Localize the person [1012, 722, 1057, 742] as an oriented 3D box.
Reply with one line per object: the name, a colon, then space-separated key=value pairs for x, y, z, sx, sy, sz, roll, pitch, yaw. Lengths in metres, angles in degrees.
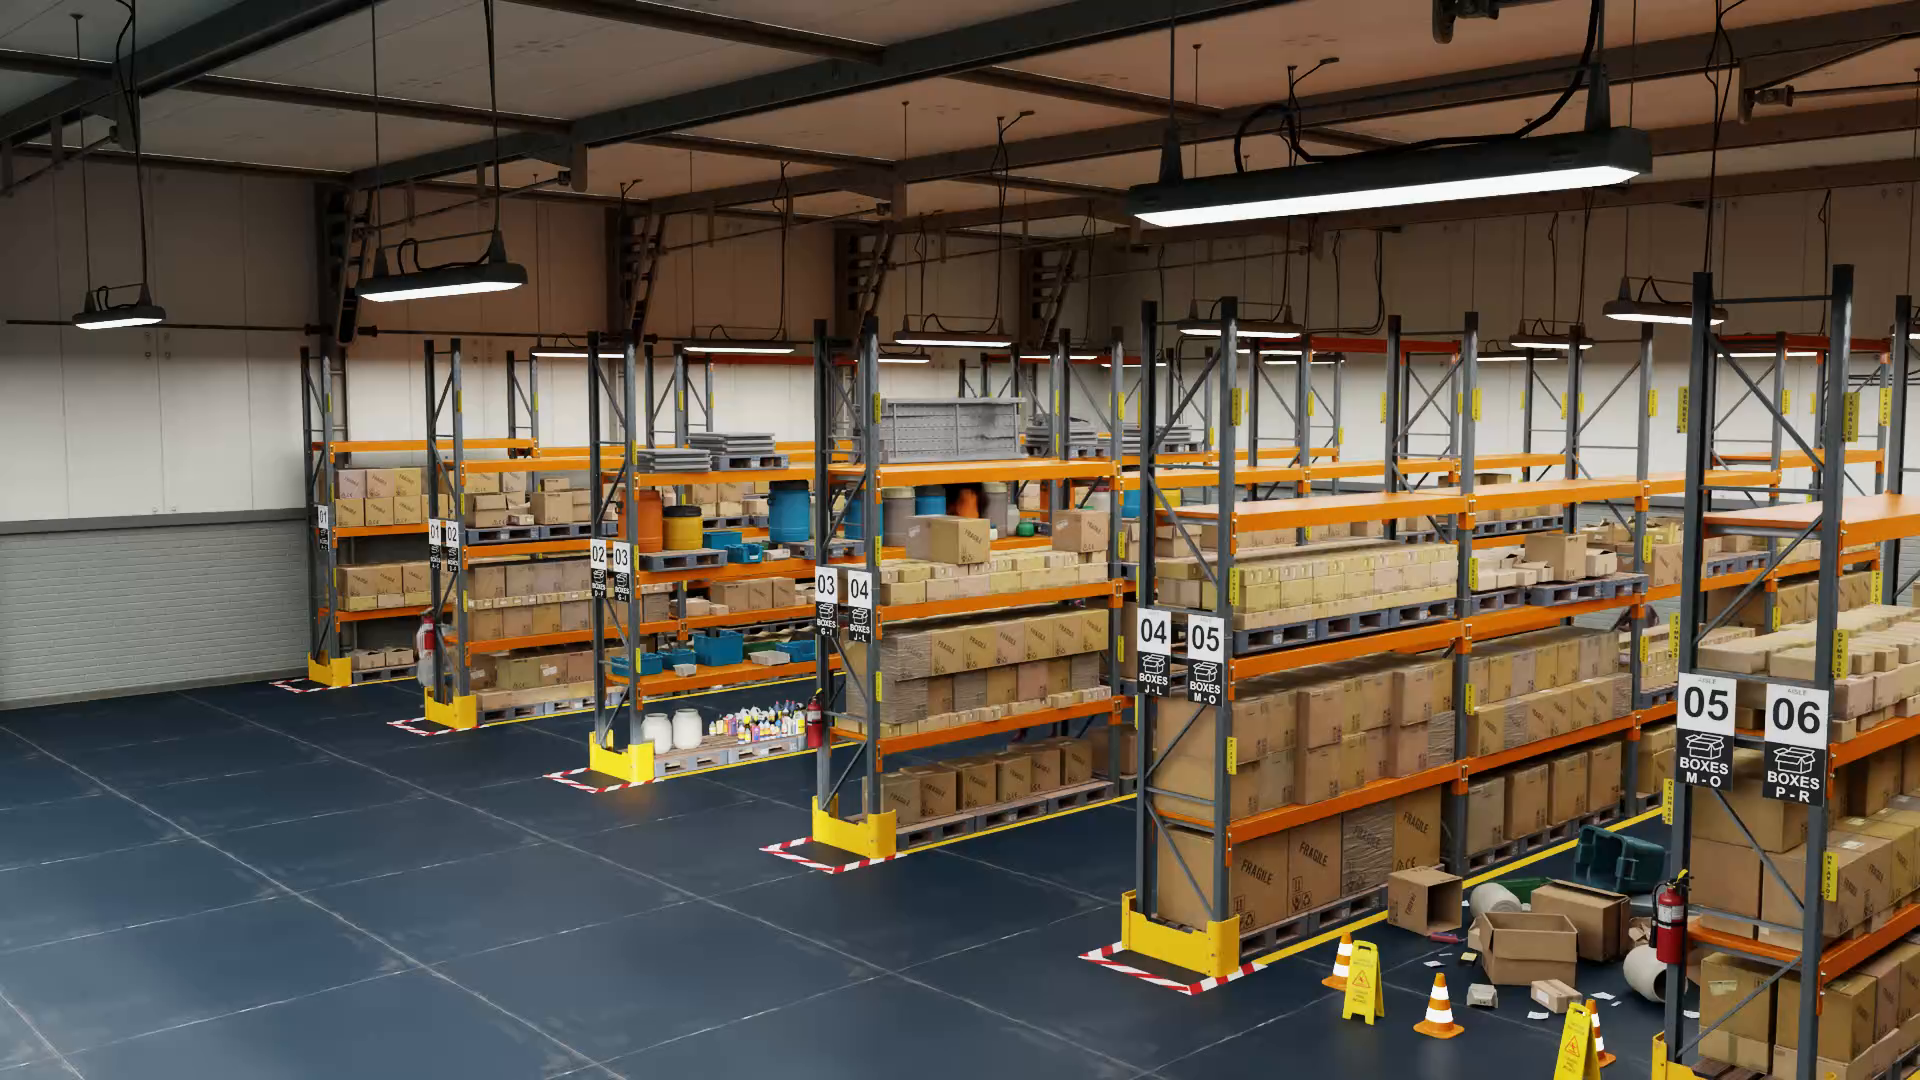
person: x=1.092 y=1.991 z=23.411 sx=0.852 sy=1.678 sz=0.610 roll=-5 pitch=7 yaw=-42

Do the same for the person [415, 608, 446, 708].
person: x=-8.712 y=1.951 z=27.586 sx=0.631 sy=1.634 sz=0.593 roll=3 pitch=6 yaw=34

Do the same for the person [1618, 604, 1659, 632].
person: x=11.759 y=1.878 z=28.675 sx=0.793 sy=1.578 sz=0.805 roll=0 pitch=5 yaw=1
